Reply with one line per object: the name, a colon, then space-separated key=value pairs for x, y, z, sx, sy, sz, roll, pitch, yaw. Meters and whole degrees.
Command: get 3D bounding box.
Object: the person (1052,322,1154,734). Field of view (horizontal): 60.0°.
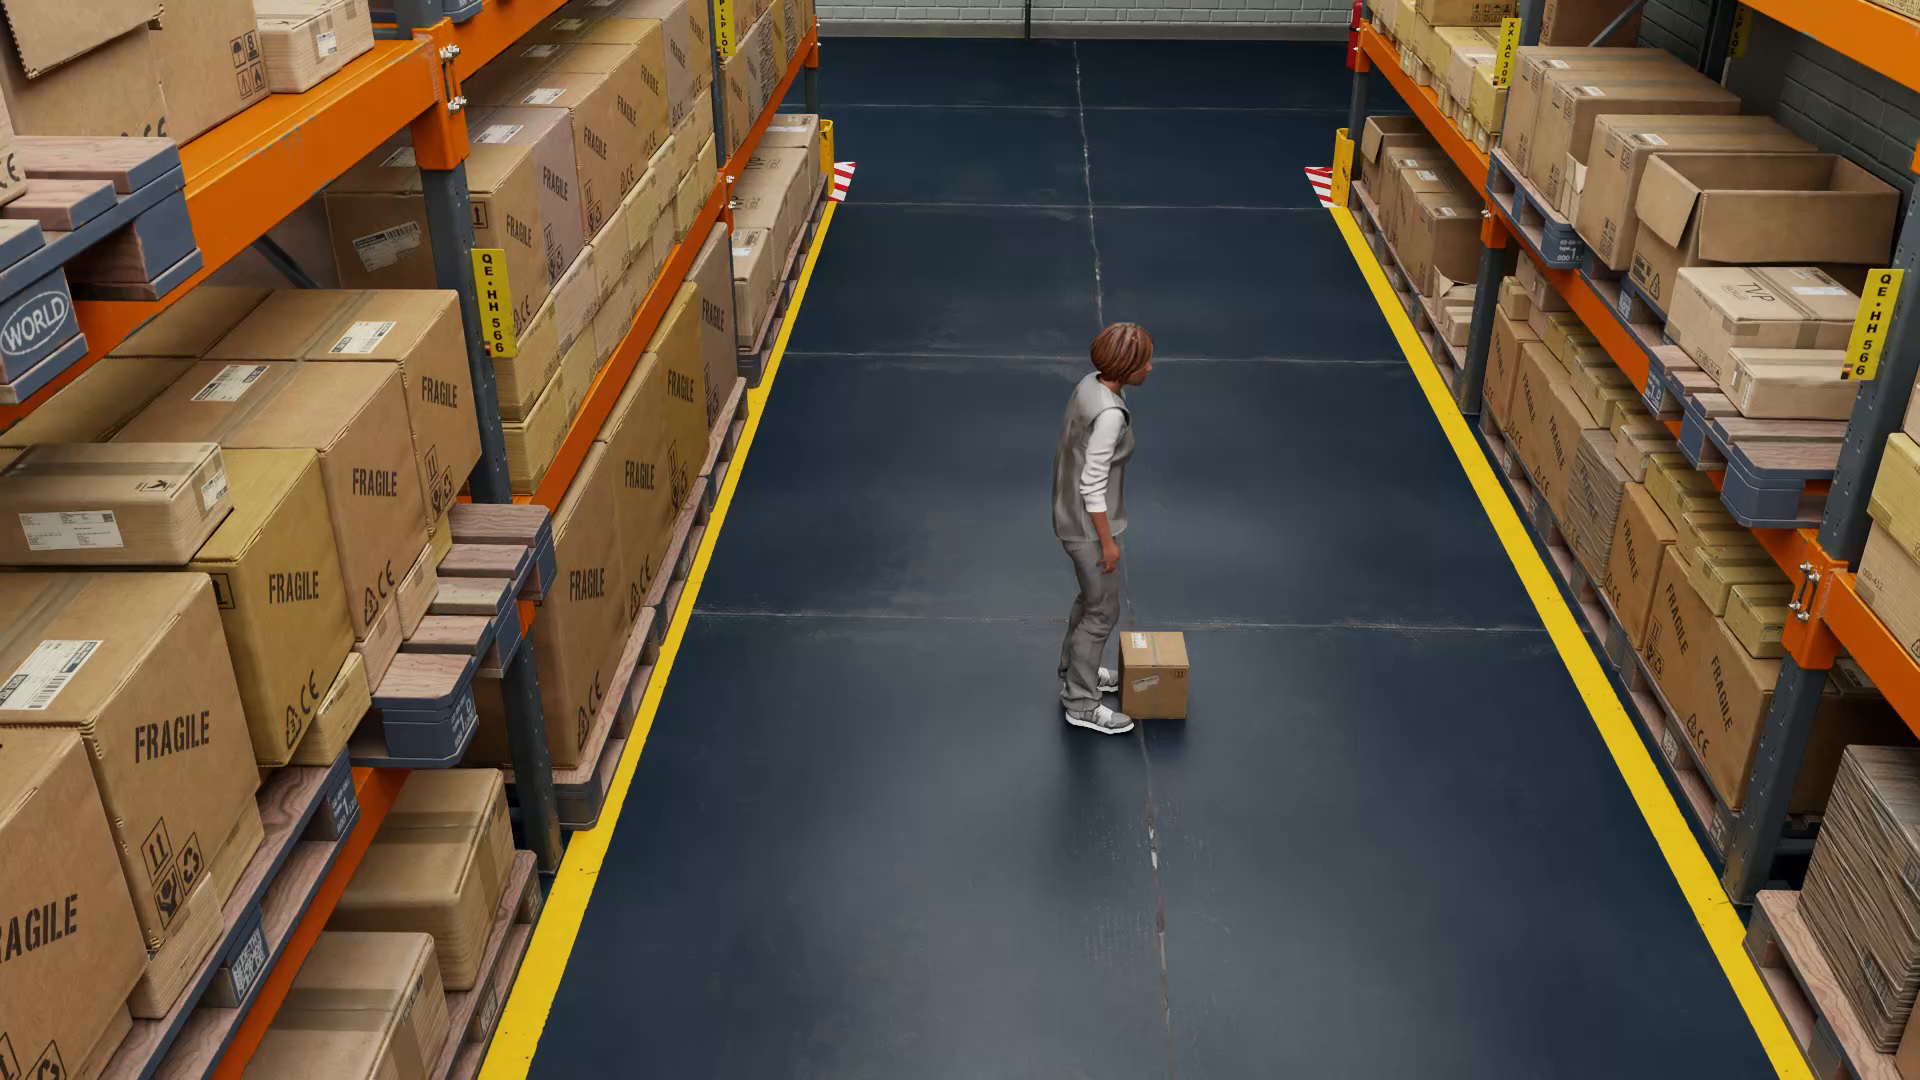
person: x=0.518 y=-0.057 z=6.239 sx=0.347 sy=1.593 sz=0.464 roll=1 pitch=28 yaw=2
